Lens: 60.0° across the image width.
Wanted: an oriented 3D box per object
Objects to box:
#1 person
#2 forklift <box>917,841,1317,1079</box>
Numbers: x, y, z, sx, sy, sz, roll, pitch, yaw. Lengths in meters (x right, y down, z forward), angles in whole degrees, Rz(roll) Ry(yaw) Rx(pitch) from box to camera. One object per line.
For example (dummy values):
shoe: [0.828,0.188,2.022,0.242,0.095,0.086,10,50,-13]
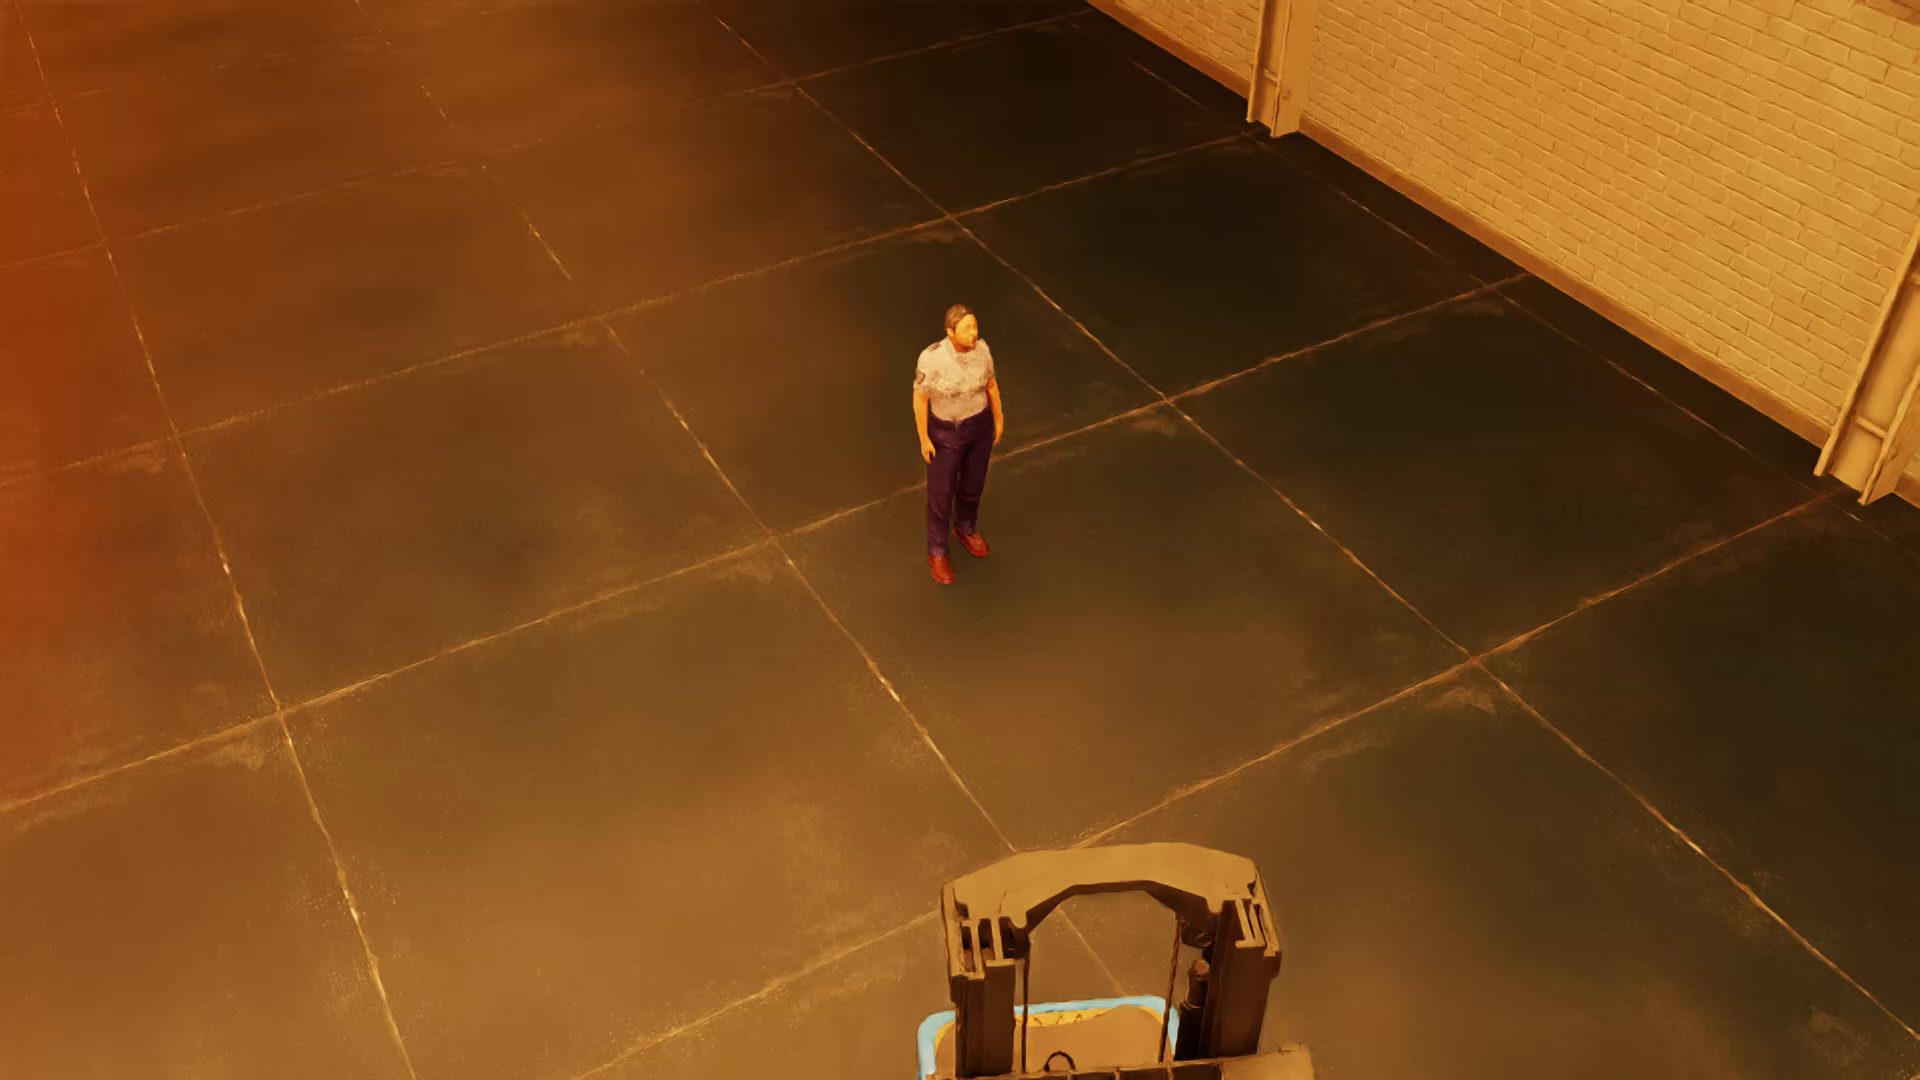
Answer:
person: [0.025,-0.579,9.735,0.599,1.642,0.502,-20,44,-23]
forklift: [0.473,2.442,5.092,1.130,2.935,3.031,-3,40,-4]
